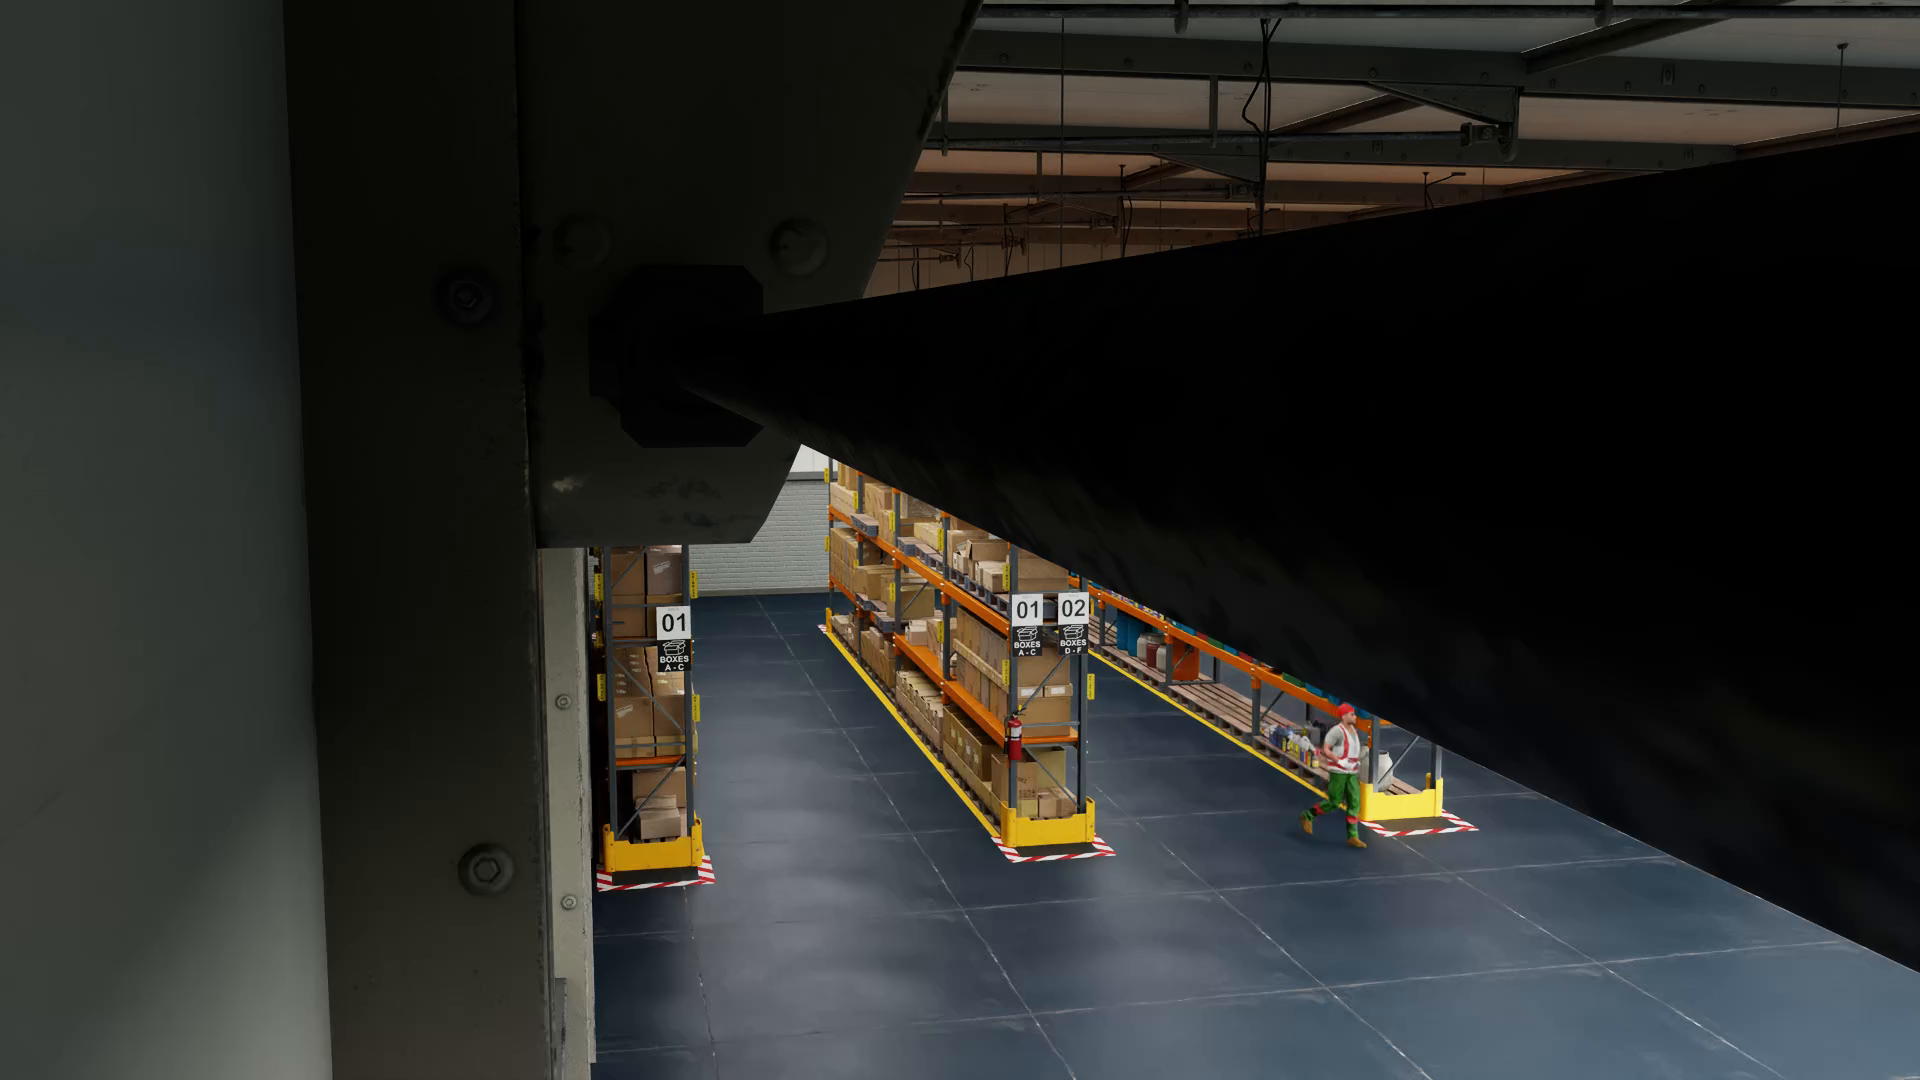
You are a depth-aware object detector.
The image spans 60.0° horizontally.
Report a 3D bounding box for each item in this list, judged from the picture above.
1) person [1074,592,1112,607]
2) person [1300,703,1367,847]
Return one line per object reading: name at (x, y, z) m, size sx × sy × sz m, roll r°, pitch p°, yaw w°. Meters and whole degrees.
person at (3.173, 0.850, 39.987) m, size 1.109 × 1.542 × 0.717 m, roll 1°, pitch 7°, yaw 6°
person at (4.884, 2.951, 21.135) m, size 0.717 × 1.739 × 0.956 m, roll -6°, pitch 9°, yaw -42°
